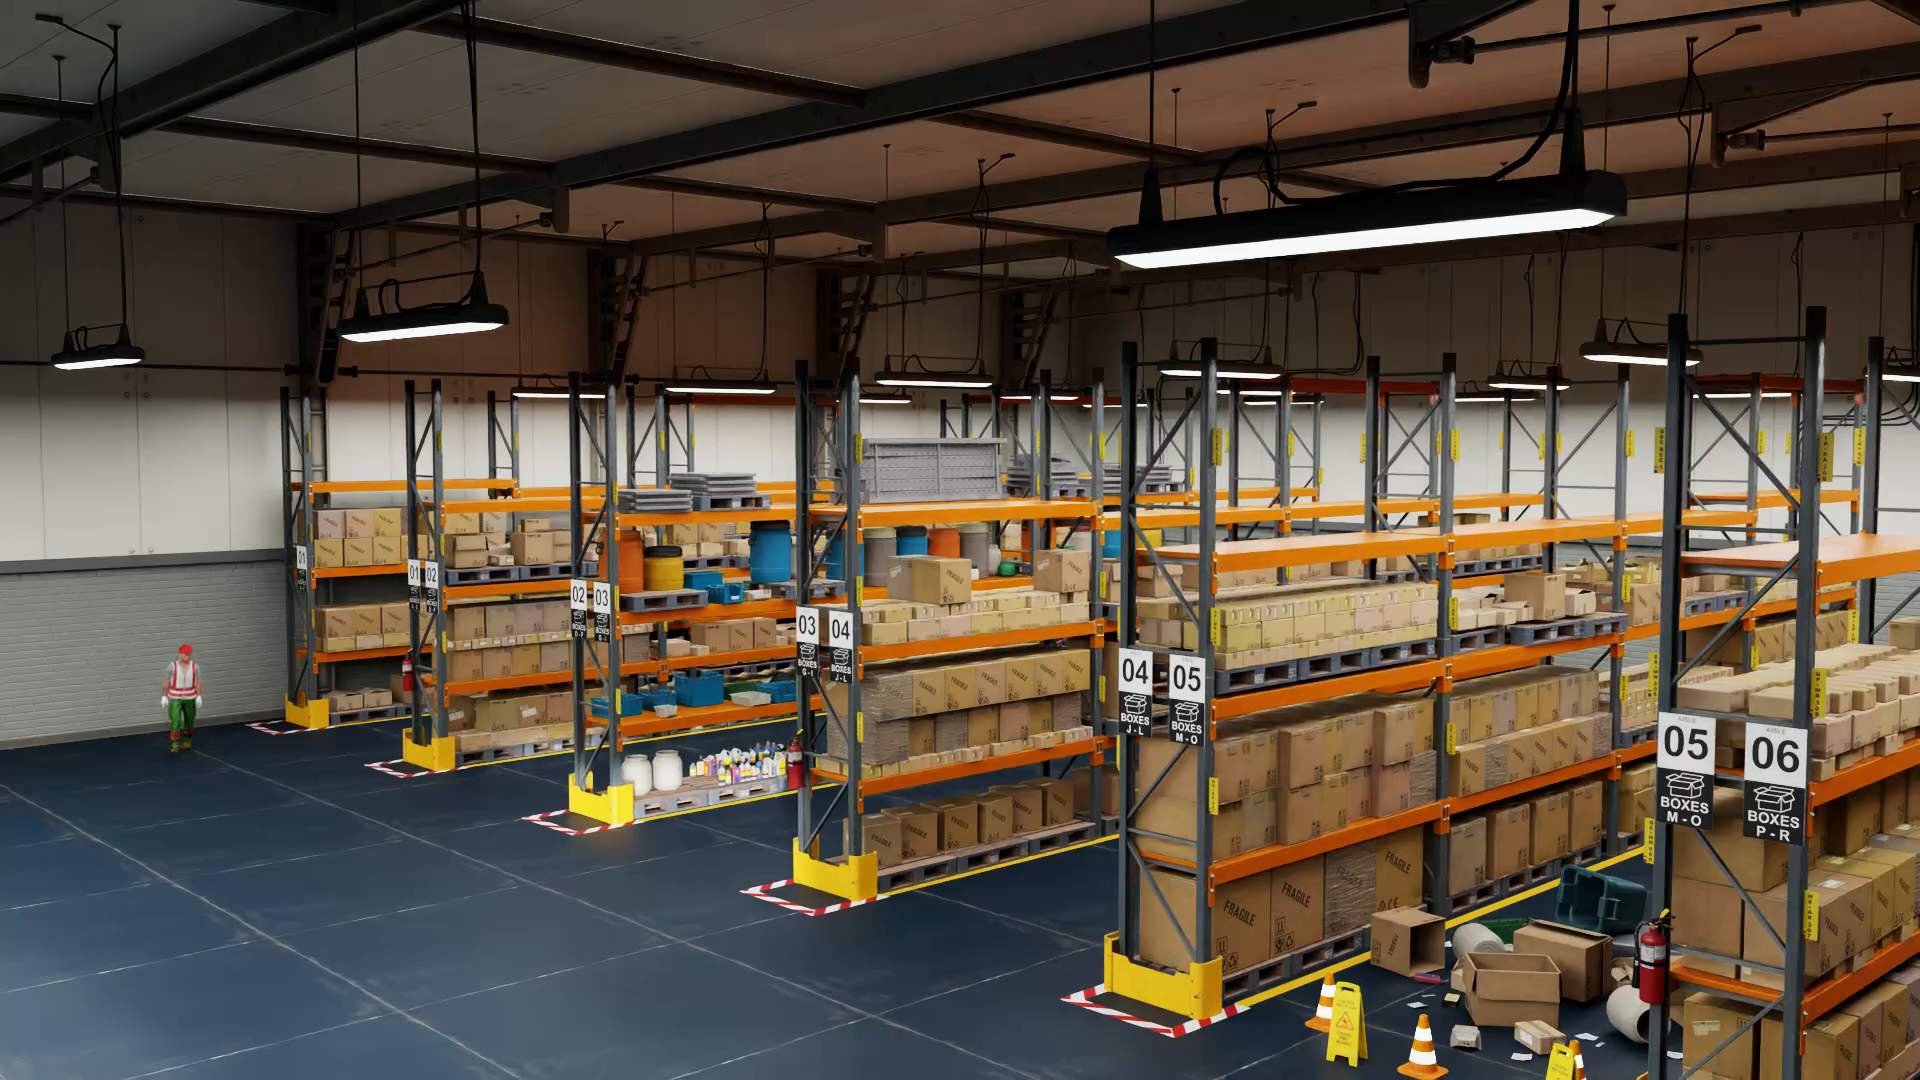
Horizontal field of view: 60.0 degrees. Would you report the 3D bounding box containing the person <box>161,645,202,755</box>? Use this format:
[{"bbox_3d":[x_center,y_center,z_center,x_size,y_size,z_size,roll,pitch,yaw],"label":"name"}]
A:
[{"bbox_3d":[-12.616,2.576,26.960,0.599,1.763,0.864,-2,4,-34],"label":"person"}]
